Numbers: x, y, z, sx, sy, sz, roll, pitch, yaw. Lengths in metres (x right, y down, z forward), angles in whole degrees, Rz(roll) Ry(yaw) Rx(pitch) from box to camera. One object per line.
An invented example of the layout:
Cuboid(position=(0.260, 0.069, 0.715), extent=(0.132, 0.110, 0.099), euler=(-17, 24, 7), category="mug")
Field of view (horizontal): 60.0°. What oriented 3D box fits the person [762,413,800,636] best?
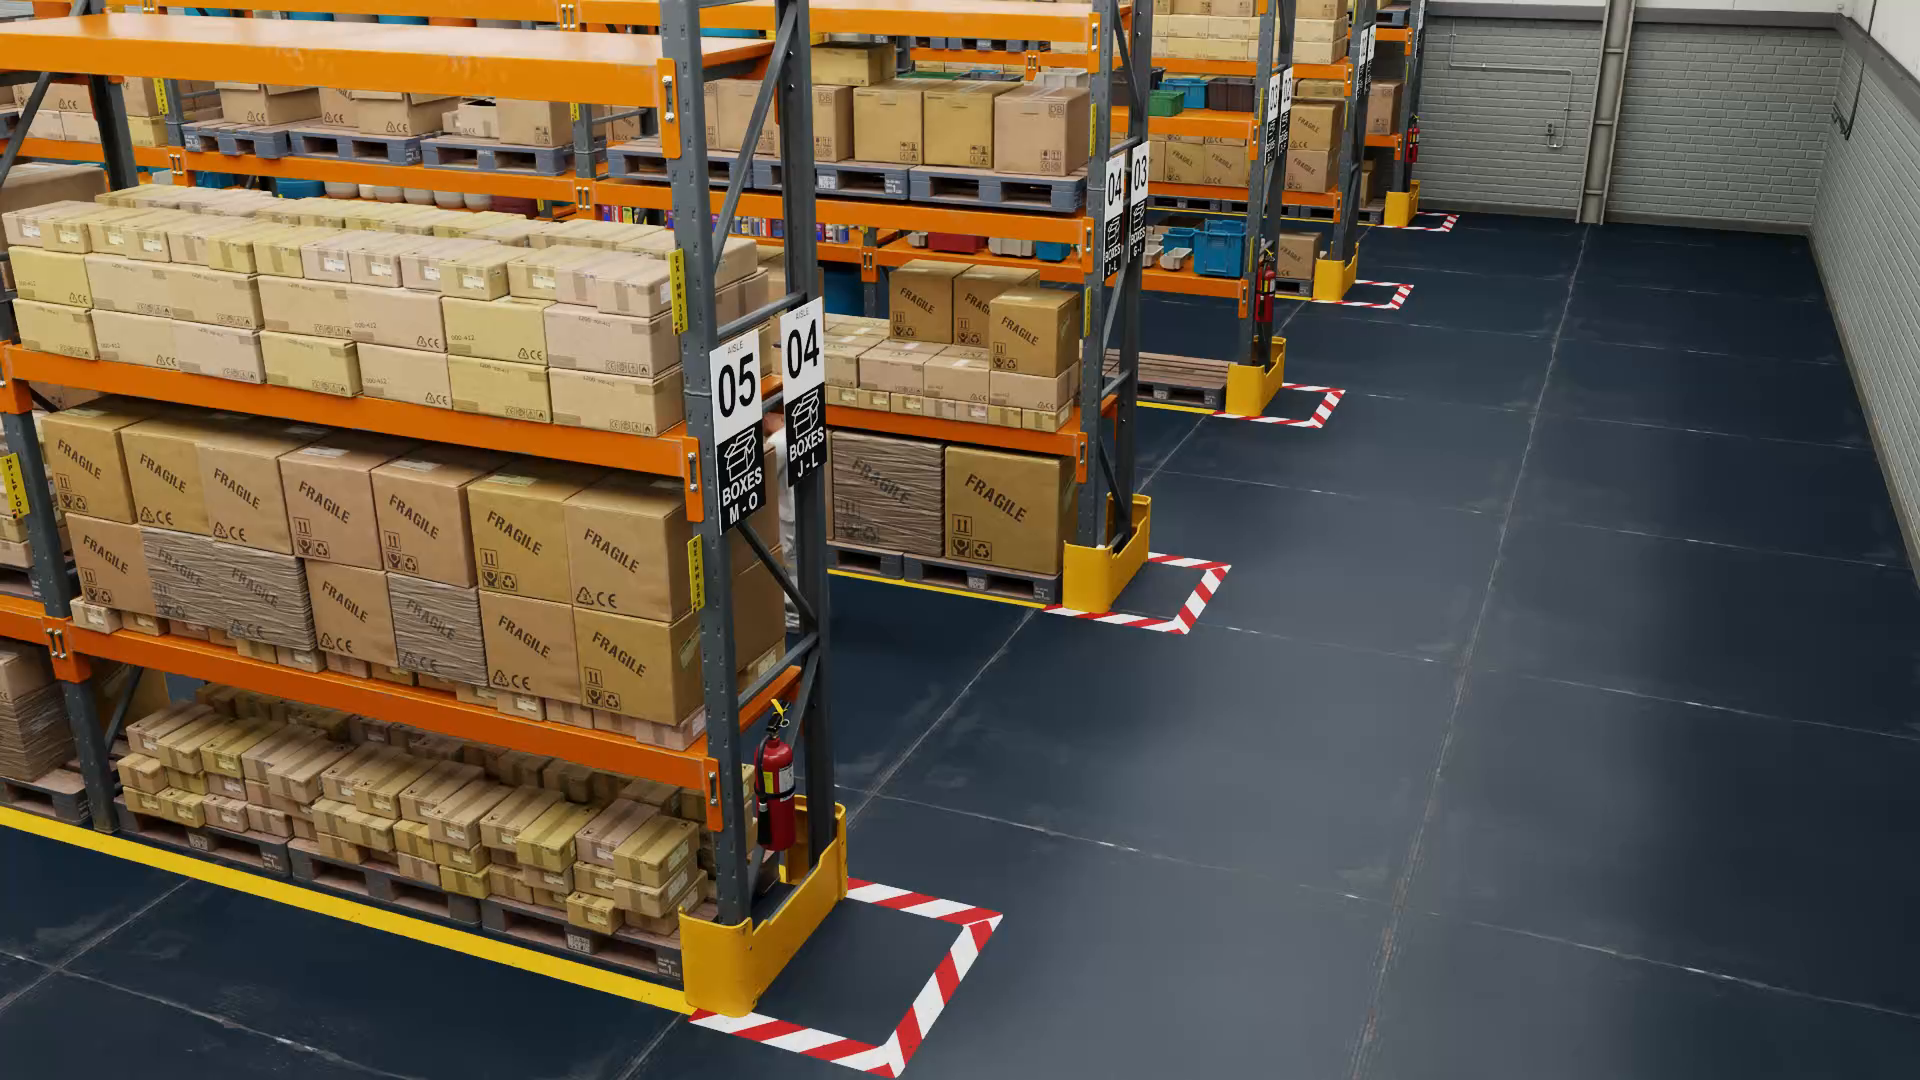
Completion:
Cuboid(position=(-1.216, -0.177, 11.463), extent=(0.516, 1.699, 0.554), euler=(9, 24, 22), category="person")
